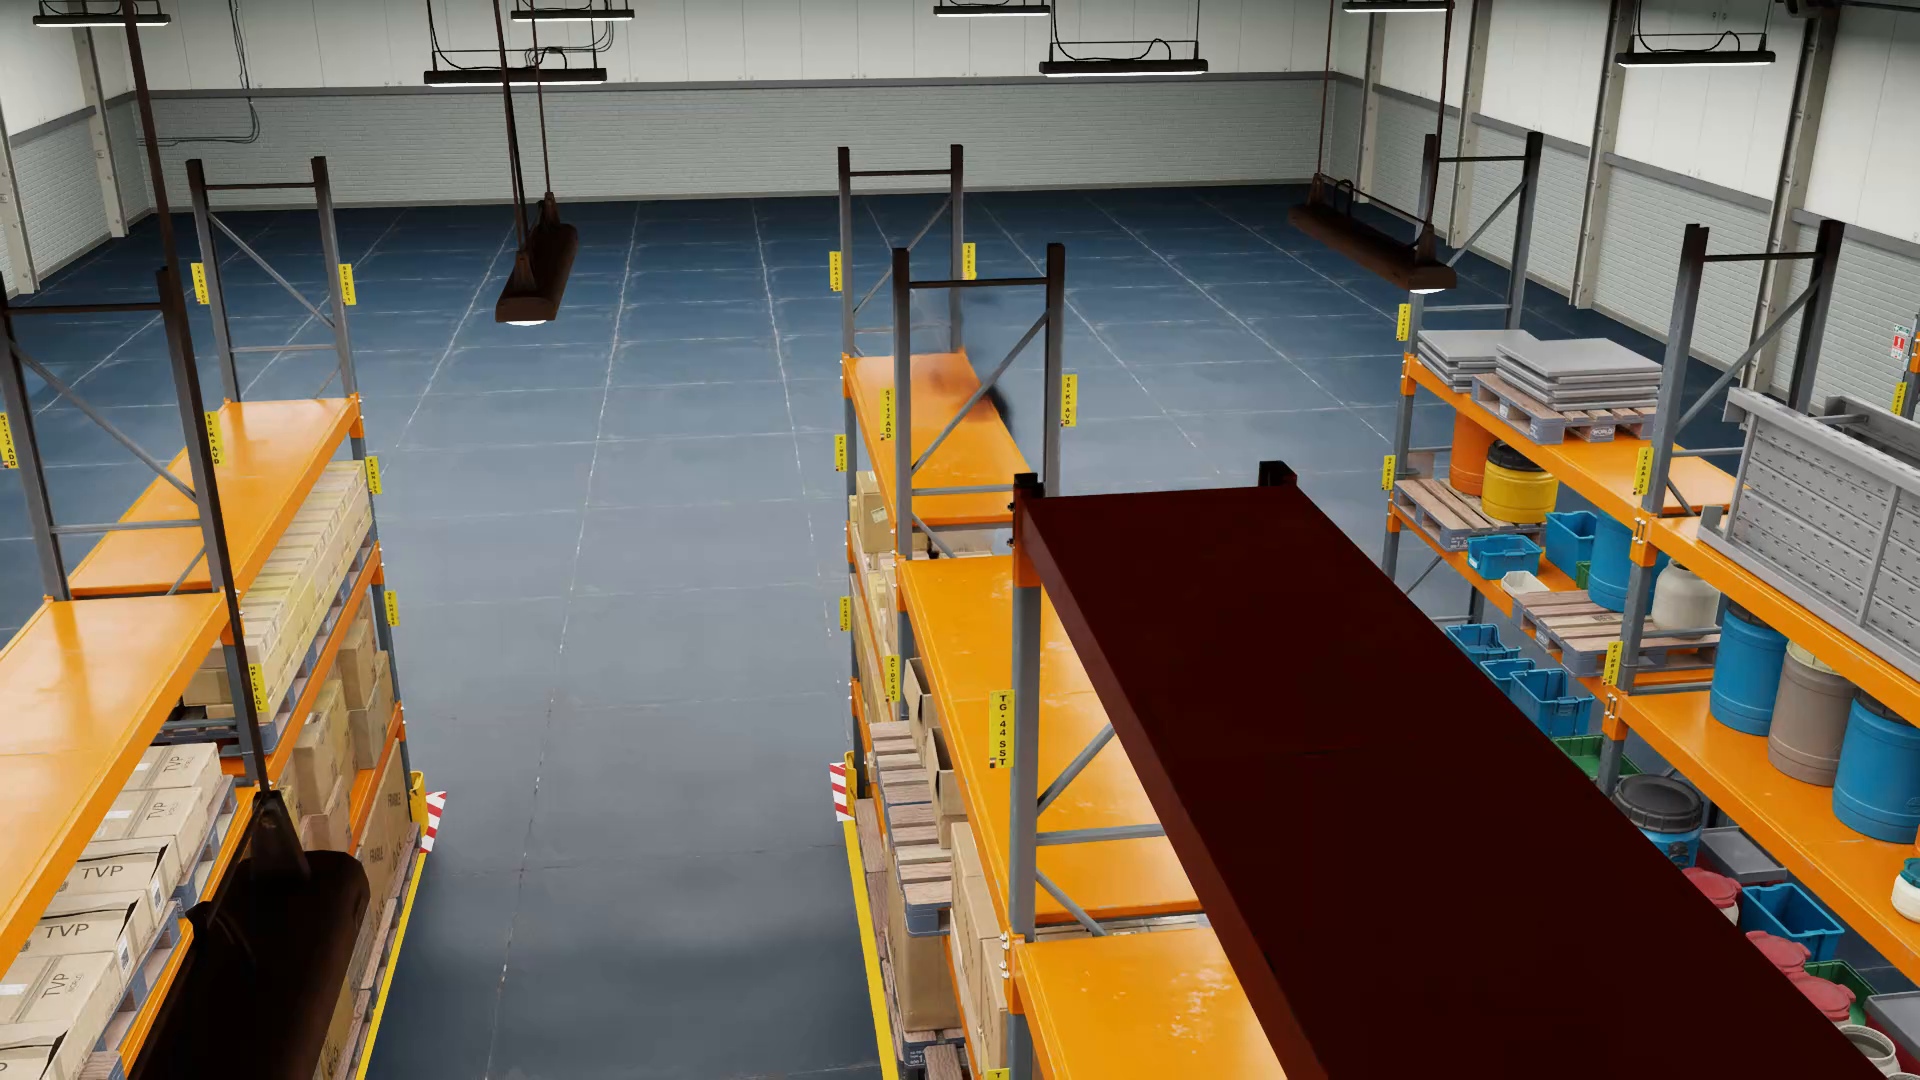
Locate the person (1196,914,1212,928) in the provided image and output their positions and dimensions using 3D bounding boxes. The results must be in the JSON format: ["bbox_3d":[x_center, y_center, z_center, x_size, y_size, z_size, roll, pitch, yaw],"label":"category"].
[{"bbox_3d":[1.673,2.988,11.823,0.614,1.643,0.917,-6,22,-15],"label":"person"}]
